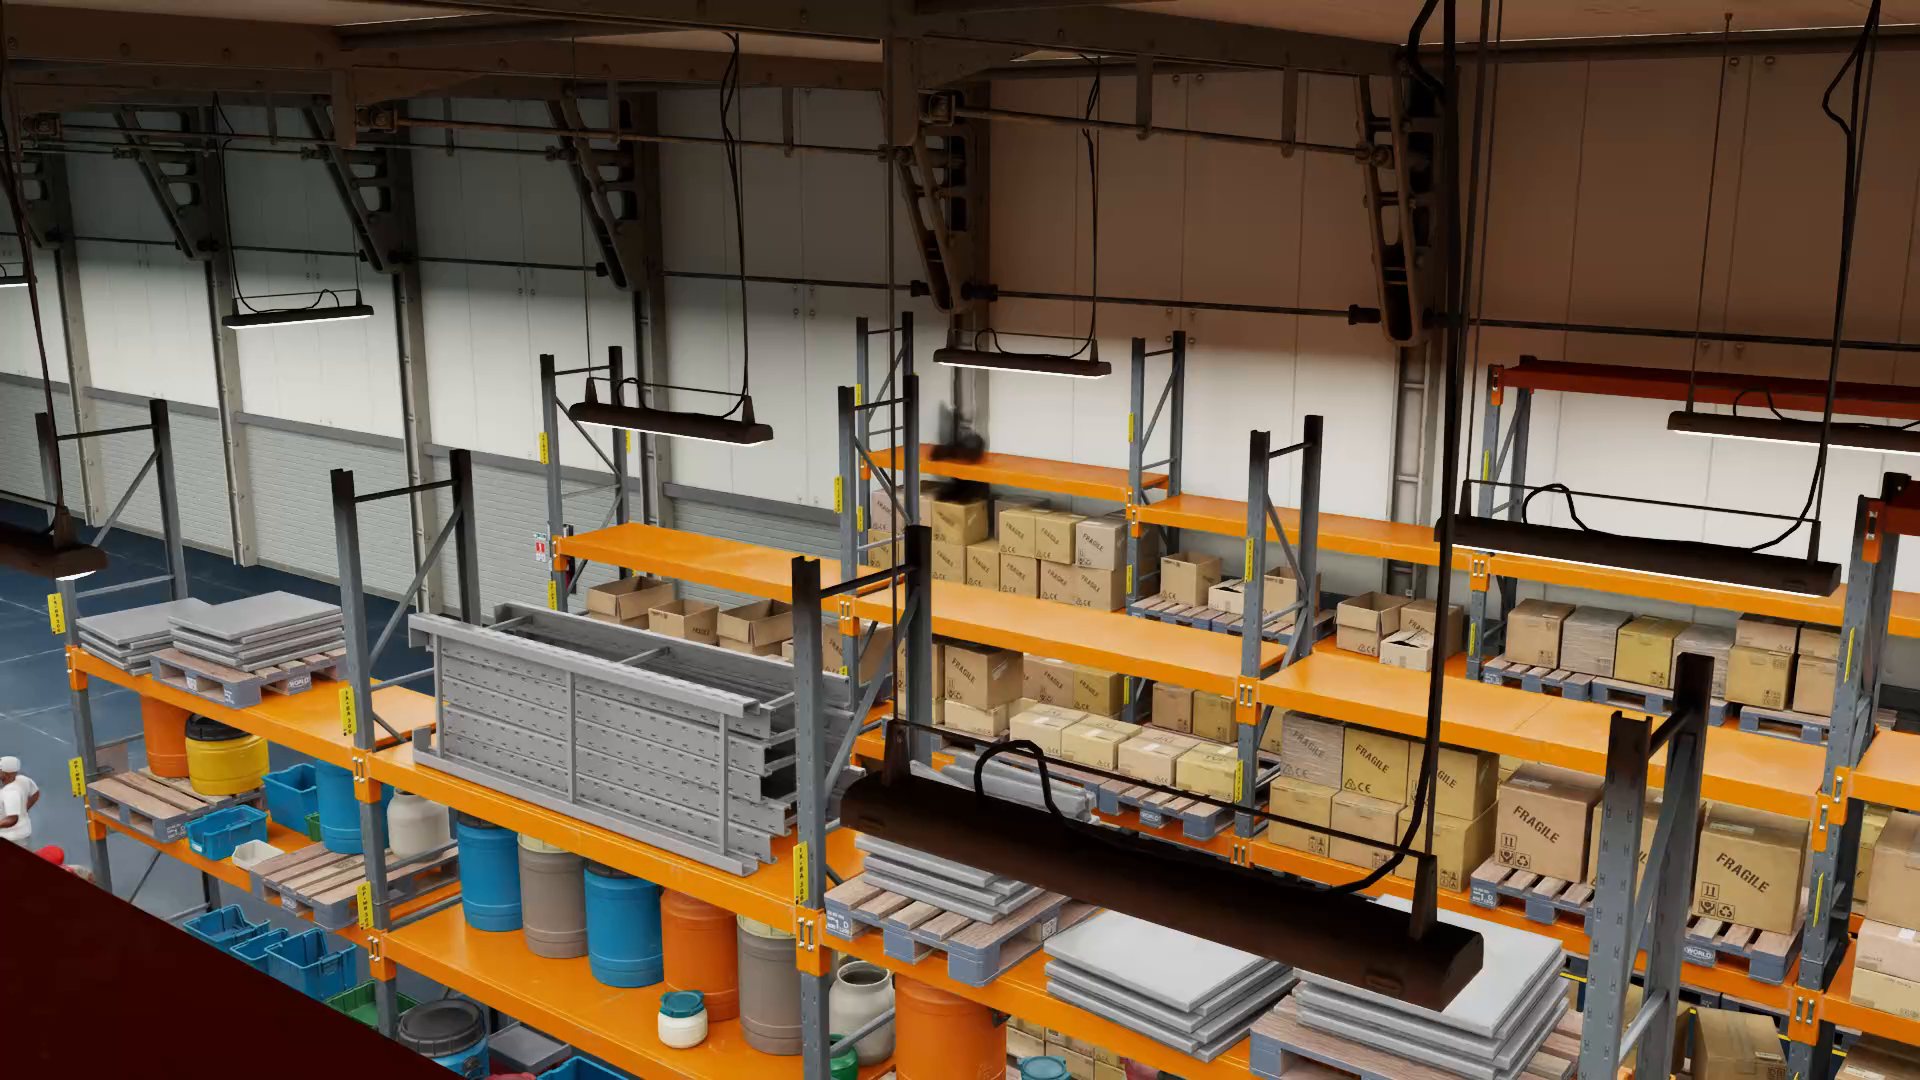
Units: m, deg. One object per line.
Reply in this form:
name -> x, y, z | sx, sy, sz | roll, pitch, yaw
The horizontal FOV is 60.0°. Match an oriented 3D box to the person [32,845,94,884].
person -> -8.300, 3.676, 15.457 | 0.725, 1.817, 0.662 | -5, 14, -22

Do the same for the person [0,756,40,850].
person -> -10.069, 3.147, 17.762 | 0.896, 1.766, 0.704 | -6, 14, -25
